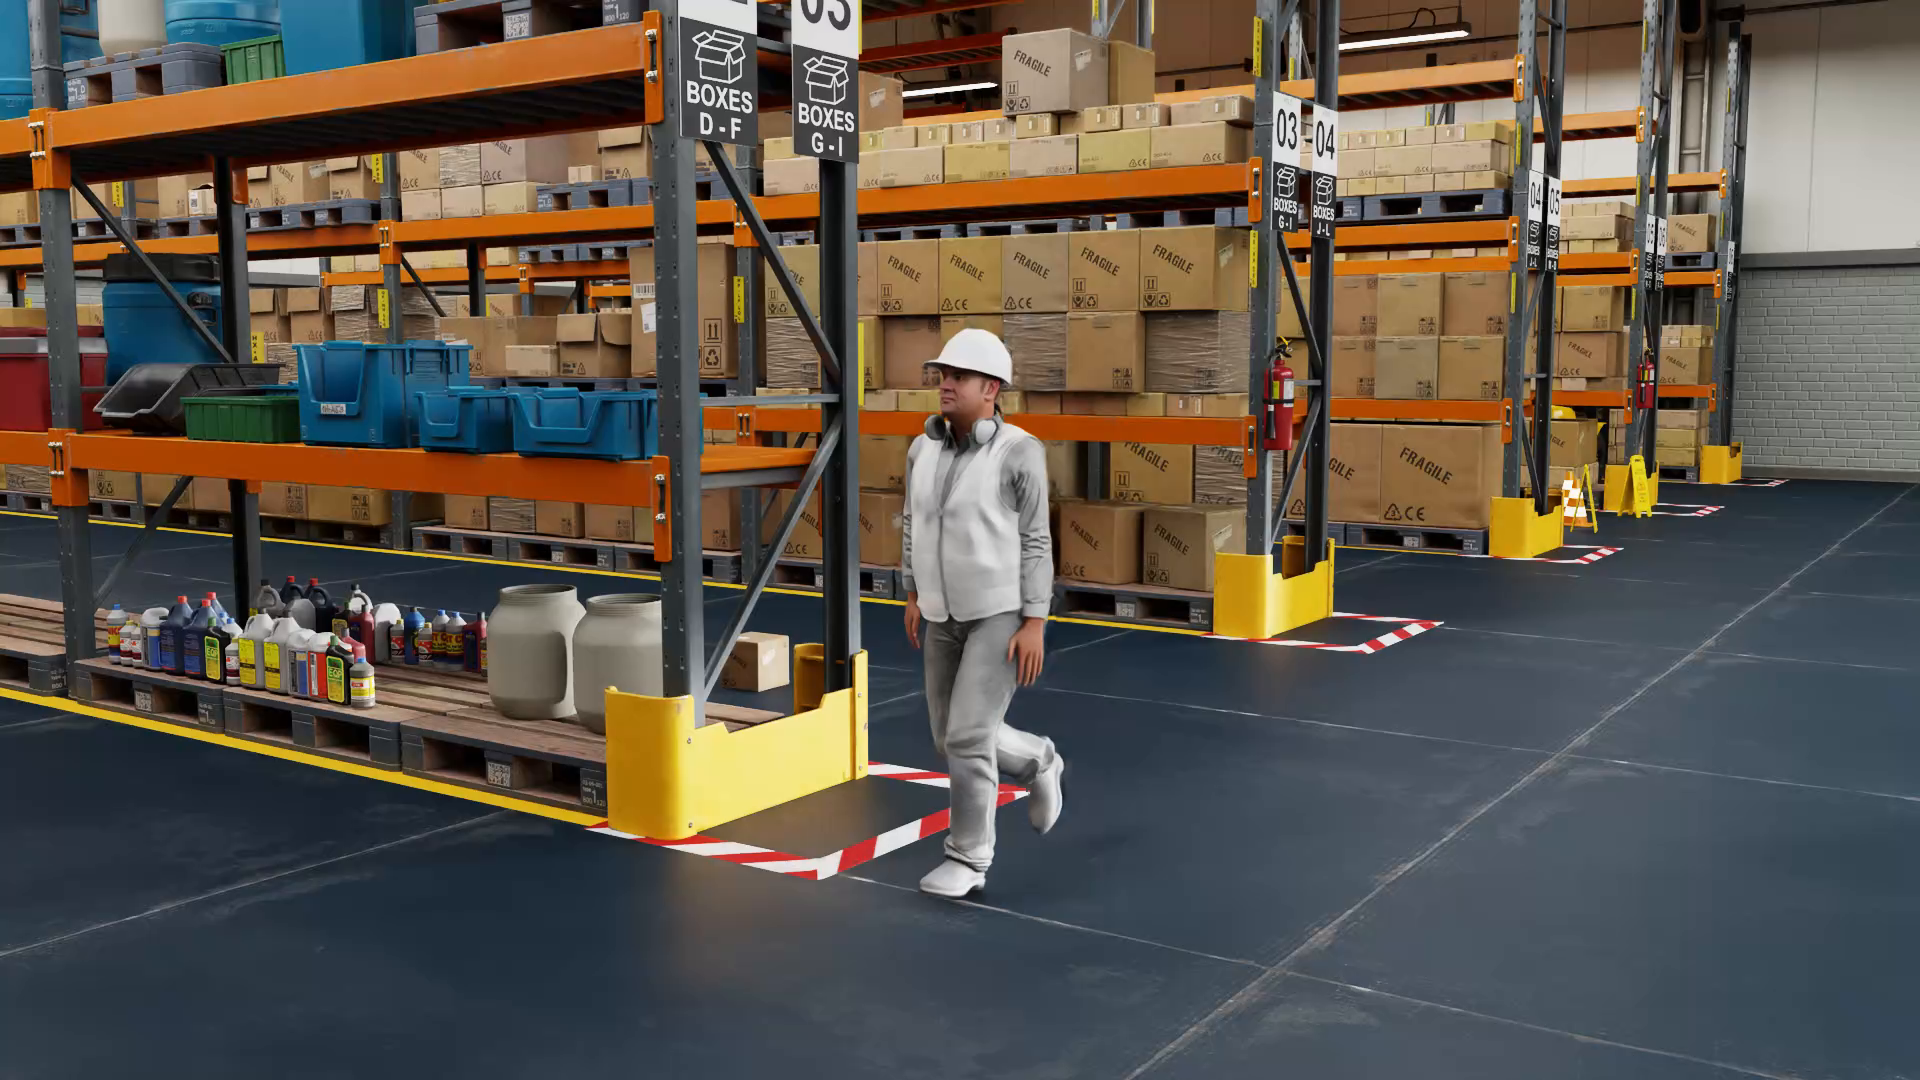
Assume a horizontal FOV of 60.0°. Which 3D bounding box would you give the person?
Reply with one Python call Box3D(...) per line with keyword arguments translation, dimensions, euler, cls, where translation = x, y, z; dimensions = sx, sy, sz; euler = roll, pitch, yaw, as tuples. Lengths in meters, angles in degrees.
Box3D(translation=(0.079, 0.205, 5.289), dimensions=(0.605, 1.737, 0.830), euler=(5, 8, 39), cls="person")
